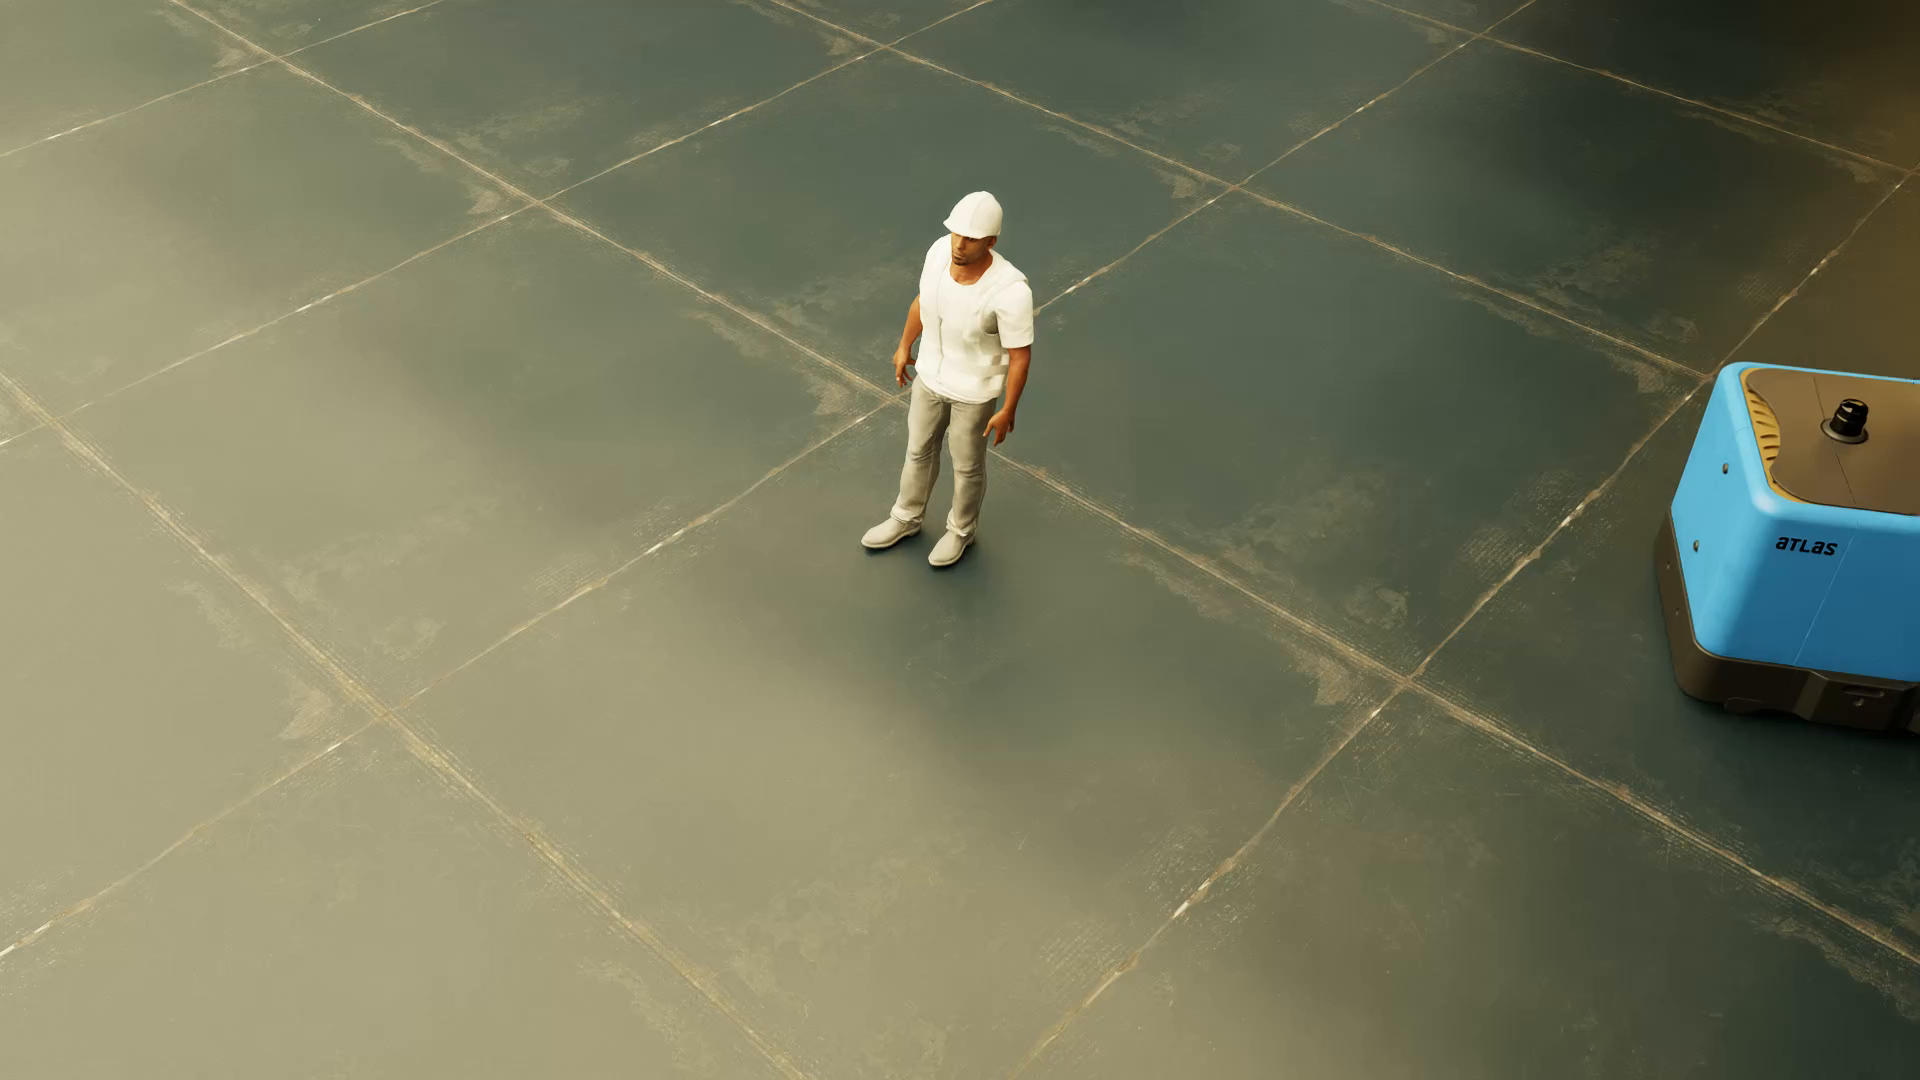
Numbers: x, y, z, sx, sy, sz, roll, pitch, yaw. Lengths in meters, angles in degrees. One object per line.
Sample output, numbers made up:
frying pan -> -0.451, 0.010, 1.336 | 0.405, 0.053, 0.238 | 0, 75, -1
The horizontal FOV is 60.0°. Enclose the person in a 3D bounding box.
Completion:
person -> -0.051, -0.644, 7.063 | 0.666, 1.768, 0.575 | 31, 49, 31

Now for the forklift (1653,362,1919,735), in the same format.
forklift -> 4.537, -0.553, 6.073 | 3.031, 2.935, 1.130 | 7, 41, 9
